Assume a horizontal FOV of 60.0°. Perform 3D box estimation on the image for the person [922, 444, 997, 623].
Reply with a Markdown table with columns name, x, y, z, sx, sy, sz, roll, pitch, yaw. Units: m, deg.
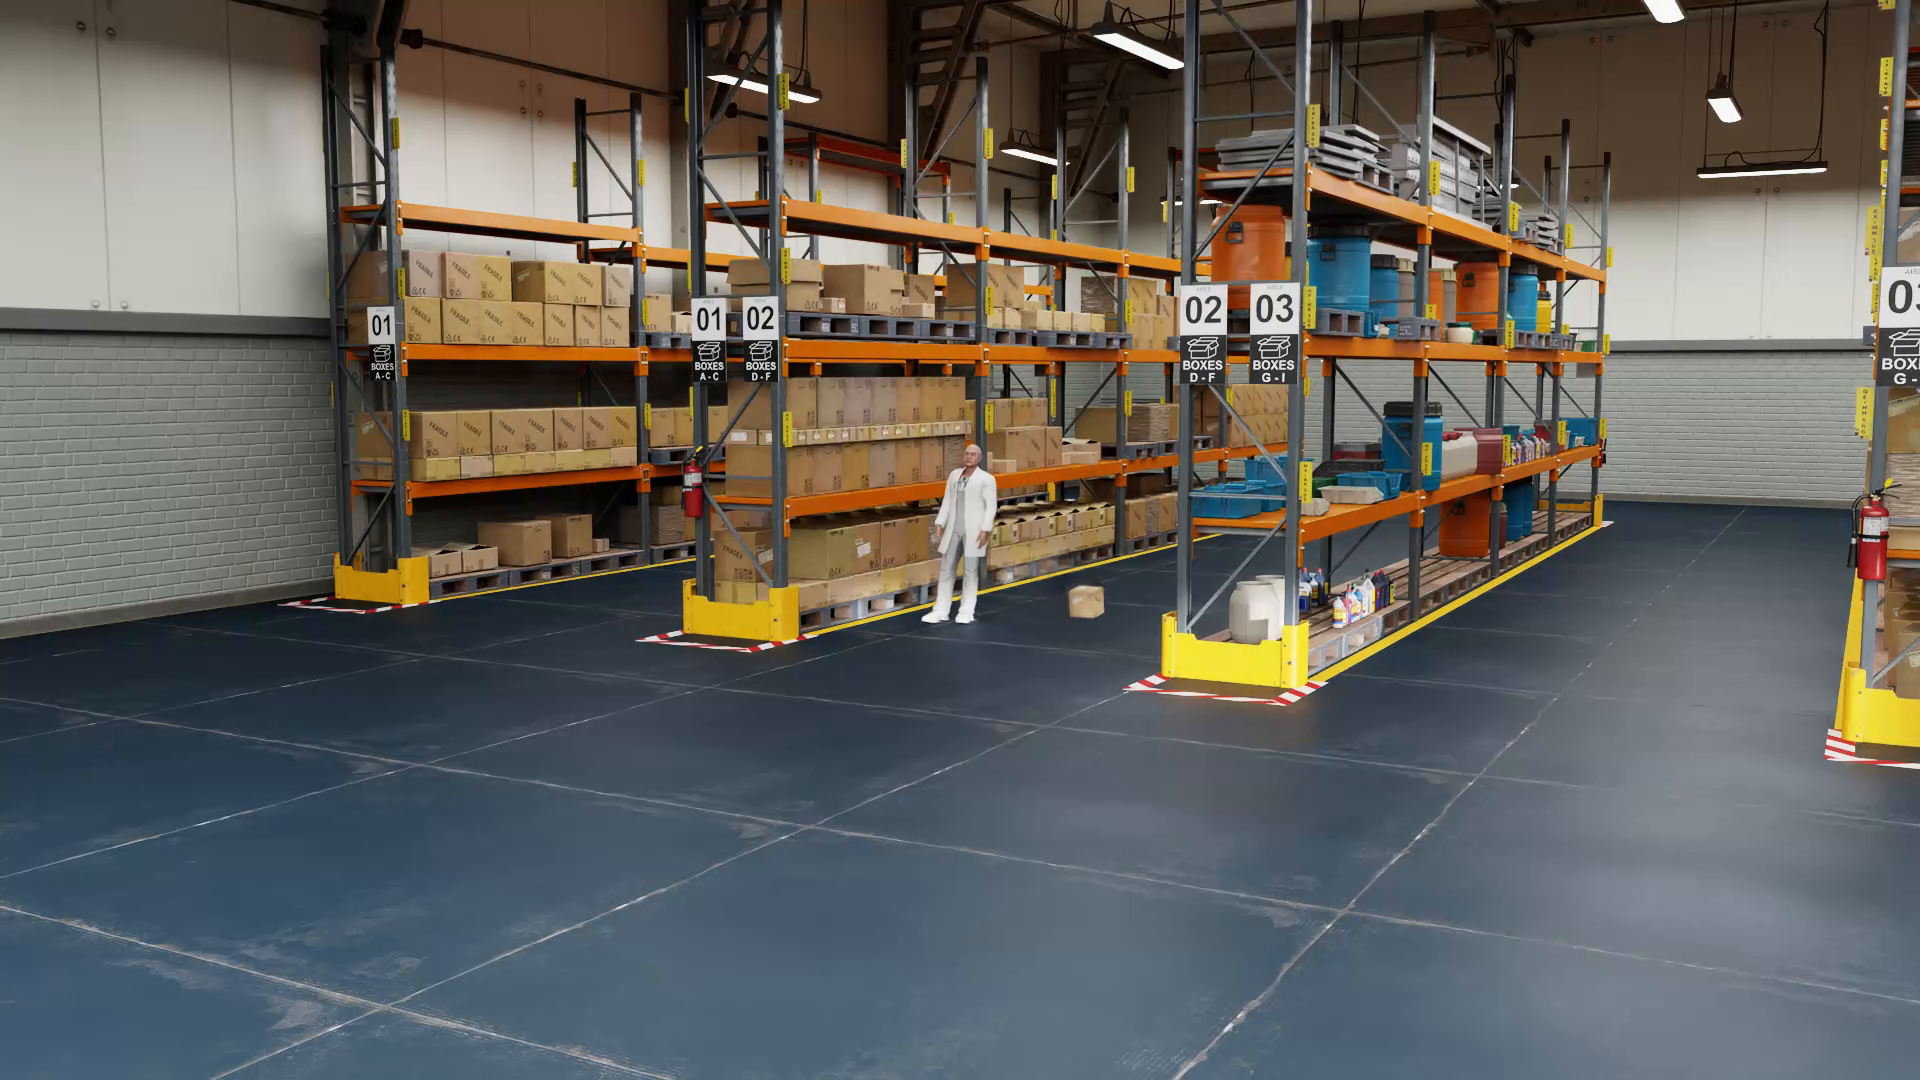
| name | x | y | z | sx | sy | sz | roll | pitch | yaw |
| --- | --- | --- | --- | --- | --- | --- | --- | --- | --- |
| person | 0.011 | 0.038 | 16.609 | 0.645 | 1.574 | 0.580 | 3 | 7 | 29 |
